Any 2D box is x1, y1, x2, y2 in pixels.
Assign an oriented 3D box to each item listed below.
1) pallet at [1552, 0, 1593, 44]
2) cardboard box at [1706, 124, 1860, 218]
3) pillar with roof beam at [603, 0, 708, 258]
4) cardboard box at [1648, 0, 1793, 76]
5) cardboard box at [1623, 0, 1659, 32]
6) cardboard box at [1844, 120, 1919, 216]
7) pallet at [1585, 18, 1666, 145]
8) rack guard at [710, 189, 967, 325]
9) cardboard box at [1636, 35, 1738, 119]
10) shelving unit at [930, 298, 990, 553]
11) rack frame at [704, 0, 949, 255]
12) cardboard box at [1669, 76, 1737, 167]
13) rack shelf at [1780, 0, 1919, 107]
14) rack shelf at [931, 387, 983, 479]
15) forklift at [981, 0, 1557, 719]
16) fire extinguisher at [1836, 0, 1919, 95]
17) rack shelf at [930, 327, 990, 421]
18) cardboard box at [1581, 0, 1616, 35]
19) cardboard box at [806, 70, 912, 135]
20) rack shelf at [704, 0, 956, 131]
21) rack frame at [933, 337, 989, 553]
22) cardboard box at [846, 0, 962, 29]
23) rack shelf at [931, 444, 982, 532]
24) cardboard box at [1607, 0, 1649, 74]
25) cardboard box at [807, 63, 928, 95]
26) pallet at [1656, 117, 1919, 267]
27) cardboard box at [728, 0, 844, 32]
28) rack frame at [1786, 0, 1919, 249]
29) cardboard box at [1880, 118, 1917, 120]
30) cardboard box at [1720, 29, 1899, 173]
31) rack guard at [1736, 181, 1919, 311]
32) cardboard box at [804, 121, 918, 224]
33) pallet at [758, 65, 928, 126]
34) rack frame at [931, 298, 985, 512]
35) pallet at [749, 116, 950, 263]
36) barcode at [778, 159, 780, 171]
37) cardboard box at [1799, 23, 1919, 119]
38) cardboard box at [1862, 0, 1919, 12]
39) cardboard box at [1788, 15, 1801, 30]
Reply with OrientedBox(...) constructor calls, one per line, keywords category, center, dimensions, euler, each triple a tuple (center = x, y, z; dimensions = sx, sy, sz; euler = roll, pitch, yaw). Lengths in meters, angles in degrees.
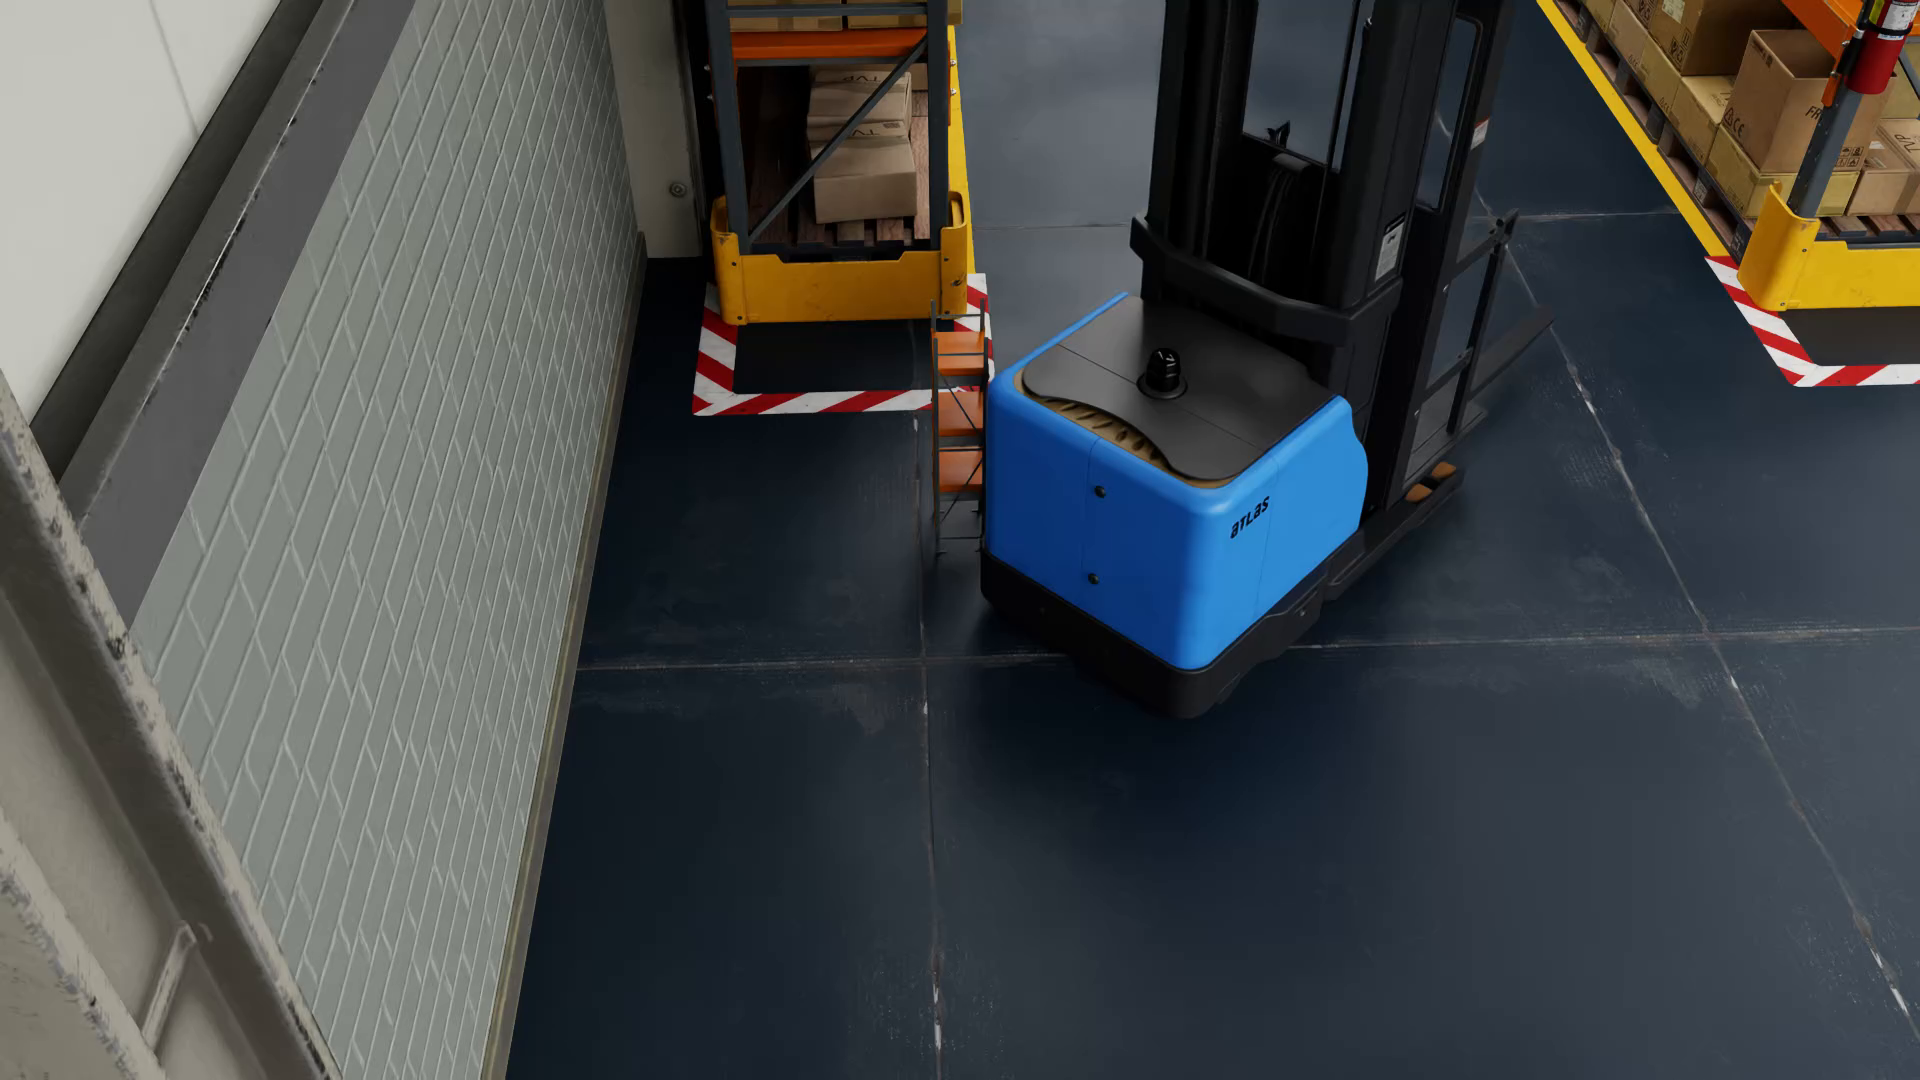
OrientedBox(category="pallet", center=(4.218, -3.481, 10.392), dimensions=(1.003, 0.211, 1.213), euler=(-2, 43, -2))
OrientedBox(category="cardboard box", center=(4.078, -1.842, 8.263), dimensions=(0.500, 0.250, 0.500), euler=(-2, 43, -2))
OrientedBox(category="pillar with roof beam", center=(2.854, -4.985, 5.529), dimensions=(9.100, 9.000, 0.400), euler=(-2, 43, -2))
OrientedBox(category="cardboard box", center=(4.019, -2.793, 8.746), dimensions=(0.500, 0.500, 0.500), euler=(-2, 43, -2))
OrientedBox(category="cardboard box", center=(3.999, -3.130, 9.114), dimensions=(0.500, 0.500, 0.500), euler=(-2, 43, -2))
OrientedBox(category="cardboard box", center=(4.595, -1.856, 8.279), dimensions=(0.500, 0.250, 0.500), euler=(-2, 43, -2))
OrientedBox(category="pallet", center=(4.273, -2.656, 9.491), dimensions=(1.003, 0.211, 1.213), euler=(-2, 43, -2))
OrientedBox(category="rack guard", center=(-0.557, -1.332, 7.833), dimensions=(1.175, 0.500, 0.348), euler=(-2, 43, -2))
OrientedBox(category="cardboard box", center=(4.022, -2.516, 8.999), dimensions=(0.500, 0.250, 0.500), euler=(-2, 43, -2))
OrientedBox(category="shelving unit", center=(-0.002, -0.423, 6.435), dimensions=(0.215, 1.050, 0.252), euler=(-2, 43, -2))
OrientedBox(category="rack frame", center=(-0.553, -2.202, 6.933), dimensions=(1.000, 3.000, 0.127), euler=(-2, 43, -2))
OrientedBox(category="cardboard box", center=(4.045, -2.179, 8.631), dimensions=(0.500, 0.250, 0.500), euler=(-2, 43, -2))
OrientedBox(category="rack shelf", center=(4.311, -3.432, 8.806), dimensions=(1.077, 0.370, 4.000), euler=(-2, 43, -2))
OrientedBox(category="rack shelf", center=(-0.002, -0.415, 6.442), dimensions=(0.215, 0.259, 0.240), euler=(-2, 43, -2))
OrientedBox(category="forklift", center=(1.445, -1.352, 6.056), dimensions=(1.130, 2.935, 3.031), euler=(32, 51, 30))
OrientedBox(category="fire extinguisher", center=(3.937, -2.225, 7.015), dimensions=(0.296, 0.674, 0.183), euler=(-2, 43, -2))
OrientedBox(category="rack shelf", center=(-0.002, -0.625, 6.250), dimensions=(0.215, 0.259, 0.240), euler=(-2, 43, -2))
OrientedBox(category="cardboard box", center=(3.975, -3.191, 9.736), dimensions=(0.500, 0.250, 0.500), euler=(-2, 43, -2))
OrientedBox(category="cardboard box", center=(-0.517, -2.228, 8.625), dimensions=(0.500, 0.311, 0.500), euler=(2, 43, 2))
OrientedBox(category="rack shelf", center=(-0.638, -3.287, 8.649), dimensions=(1.077, 0.370, 4.000), euler=(-2, 43, -2))
OrientedBox(category="rack frame", center=(0.003, -0.341, 6.345), dimensions=(0.200, 1.050, 0.008), euler=(-2, 43, -2))
OrientedBox(category="cardboard box", center=(-0.257, -2.493, 7.346), dimensions=(0.500, 0.250, 0.500), euler=(-3, 43, -3))
OrientedBox(category="rack shelf", center=(-0.002, -0.210, 6.630), dimensions=(0.215, 0.259, 0.240), euler=(-2, 43, -2))
OrientedBox(category="cardboard box", center=(4.002, -2.854, 9.368), dimensions=(0.500, 0.250, 0.500), euler=(-2, 43, -2))
OrientedBox(category="cardboard box", center=(-0.498, -2.794, 9.103), dimensions=(0.700, 0.500, 0.500), euler=(-4, 43, -4))
OrientedBox(category="pallet", center=(4.321, -1.834, 8.594), dimensions=(1.003, 0.211, 1.213), euler=(-2, 43, -2))
OrientedBox(category="cardboard box", center=(-0.767, -2.464, 7.315), dimensions=(0.500, 0.250, 0.500), euler=(-1, 43, -1))
OrientedBox(category="rack frame", center=(4.396, -2.347, 7.090), dimensions=(1.000, 3.000, 0.127), euler=(-2, 43, -2))
OrientedBox(category="cardboard box", center=(4.570, -2.194, 8.648), dimensions=(0.500, 0.250, 0.500), euler=(-2, 43, -2))
OrientedBox(category="cardboard box", center=(4.076, -2.118, 8.010), dimensions=(0.500, 0.500, 0.500), euler=(-2, 43, -2))
OrientedBox(category="rack guard", center=(4.397, -1.409, 7.917), dimensions=(1.175, 0.500, 0.348), euler=(-2, 43, -2))
OrientedBox(category="cardboard box", center=(-0.493, -1.843, 8.205), dimensions=(0.500, 0.311, 0.500), euler=(-6, 43, -7))
OrientedBox(category="pallet", center=(-0.605, -2.597, 9.427), dimensions=(1.003, 0.211, 1.213), euler=(-2, 43, -2))
OrientedBox(category="rack frame", center=(-0.007, -0.506, 6.525), dimensions=(0.200, 1.050, 0.008), euler=(-2, 43, -2))
OrientedBox(category="pallet", center=(-0.556, -1.775, 8.530), dimensions=(1.003, 0.211, 1.213), euler=(-2, 43, -2))
OrientedBox(category="barcode", center=(-0.893, -1.847, 8.203), dimensions=(0.001, 0.075, 0.075), euler=(-2, 43, -2))
OrientedBox(category="cardboard box", center=(4.572, -2.470, 8.394), dimensions=(0.500, 0.500, 0.500), euler=(-2, 43, -2))
OrientedBox(category="cardboard box", center=(4.389, -2.699, 7.401), dimensions=(0.700, 0.500, 0.500), euler=(-2, 43, -2))
OrientedBox(category="cardboard box", center=(4.538, -2.807, 8.762), dimensions=(0.500, 0.500, 0.500), euler=(-2, 43, -2))
